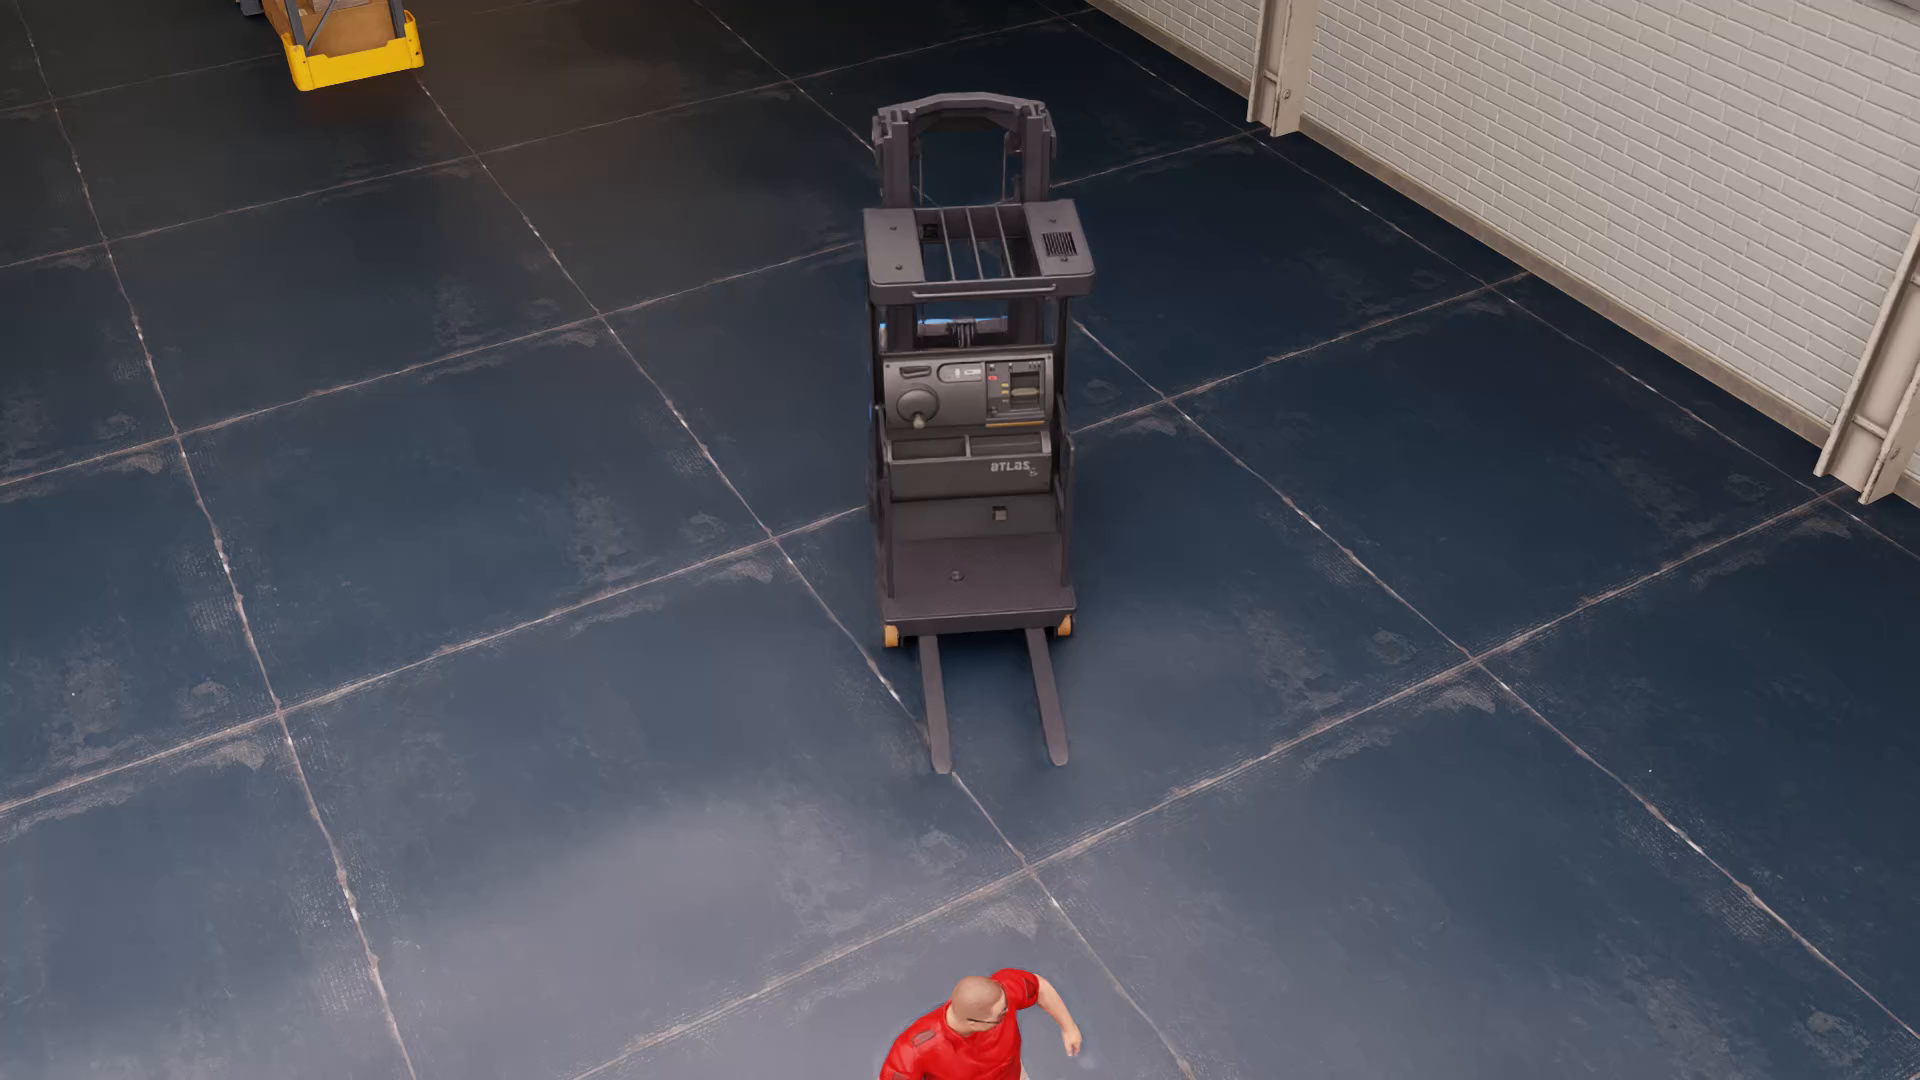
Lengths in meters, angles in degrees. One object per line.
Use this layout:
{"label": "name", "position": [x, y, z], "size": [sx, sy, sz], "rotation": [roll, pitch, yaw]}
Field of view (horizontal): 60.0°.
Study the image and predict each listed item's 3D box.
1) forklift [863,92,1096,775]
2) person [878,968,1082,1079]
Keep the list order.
{"label": "forklift", "position": [0.072, -0.738, 8.926], "size": [1.130, 2.935, 3.031], "rotation": [-4, 40, -4]}
{"label": "person", "position": [0.076, 2.194, 6.456], "size": [0.949, 1.616, 0.526], "rotation": [-11, 41, -13]}
